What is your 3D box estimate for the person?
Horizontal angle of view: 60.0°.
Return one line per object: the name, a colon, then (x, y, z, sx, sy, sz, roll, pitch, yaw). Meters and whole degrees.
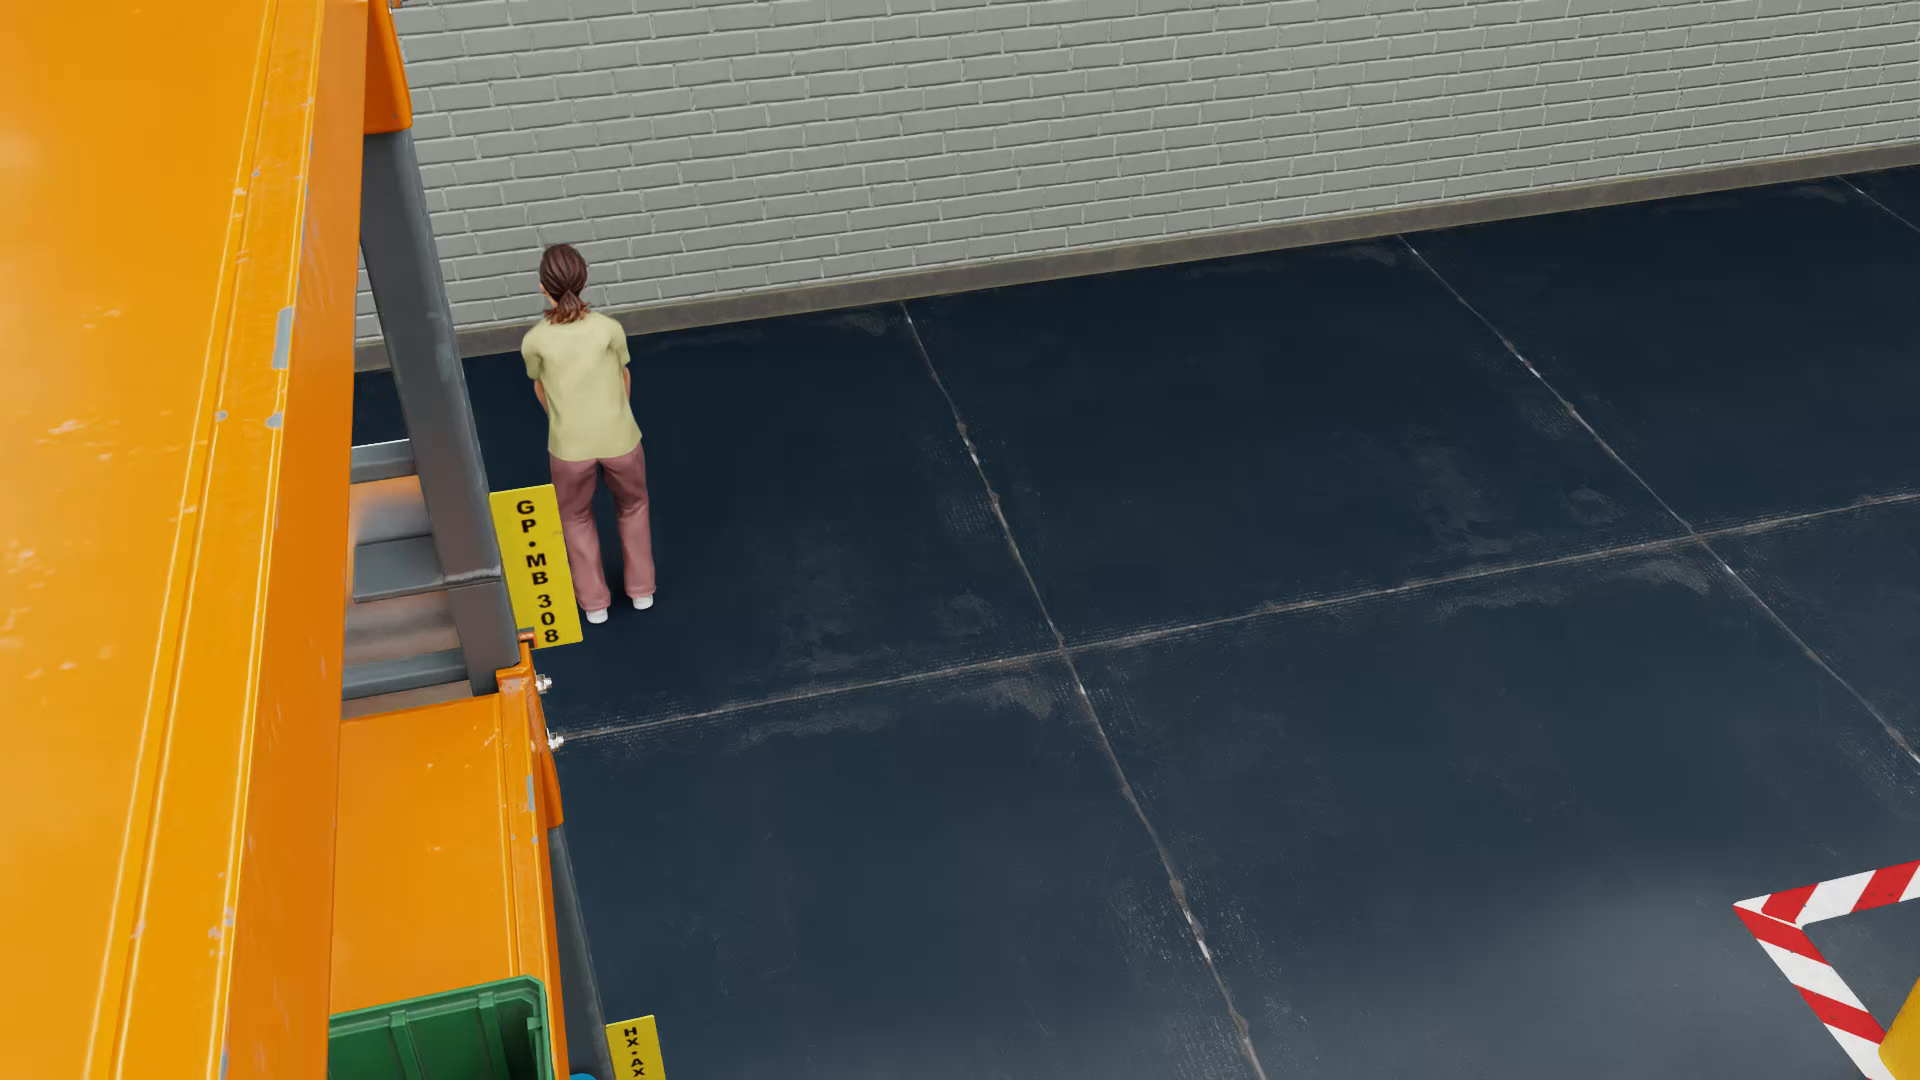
person: (-1.493, -0.421, 6.716, 0.408, 1.644, 0.522, -10, 39, -13)
